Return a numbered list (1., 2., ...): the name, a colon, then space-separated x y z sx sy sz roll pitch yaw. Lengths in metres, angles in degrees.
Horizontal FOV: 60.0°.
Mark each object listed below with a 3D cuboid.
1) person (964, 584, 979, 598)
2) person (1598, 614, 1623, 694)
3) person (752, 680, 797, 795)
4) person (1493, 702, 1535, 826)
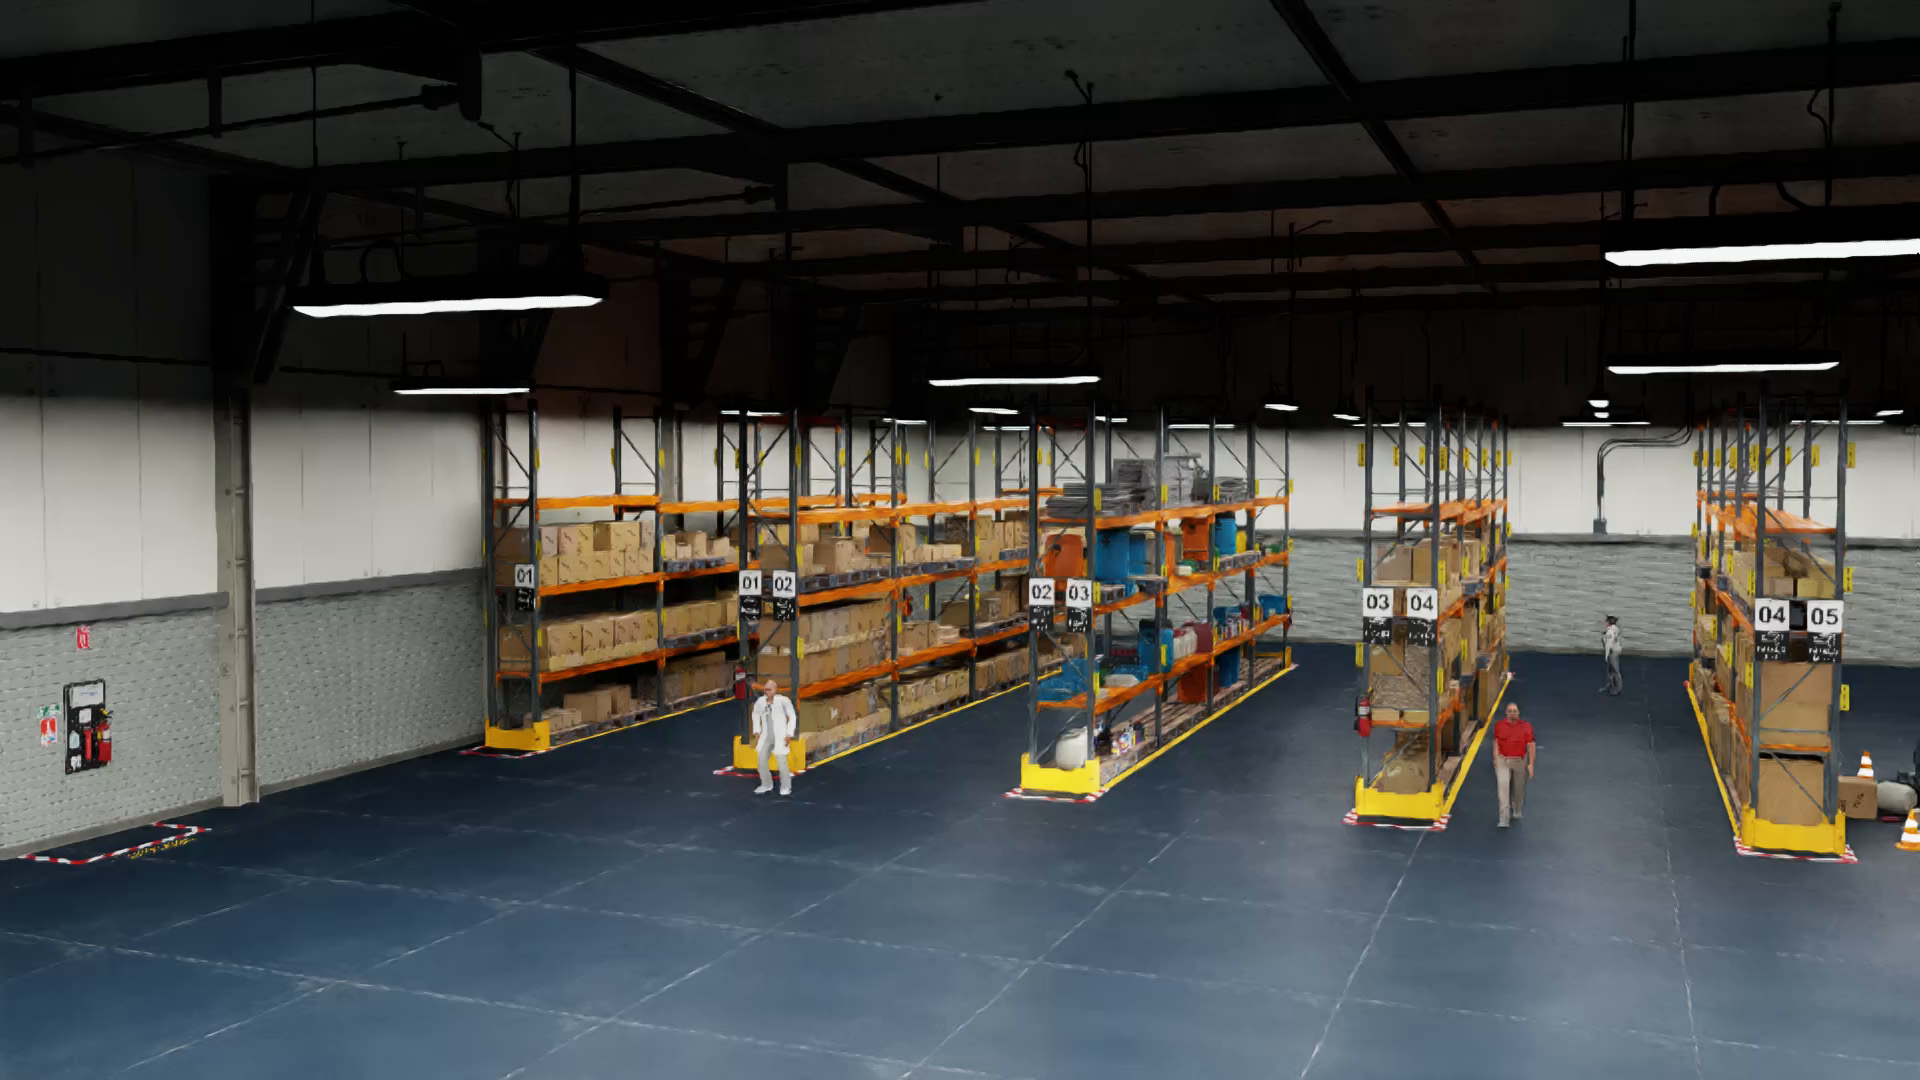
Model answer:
1. person: 0.358 1.989 42.858 0.417 1.766 0.649 2 4 39
2. person: 13.844 2.410 35.364 0.545 1.661 0.597 2 3 33
3. person: -2.759 2.922 24.688 0.729 1.733 0.546 1 3 19
4. person: 7.564 3.041 22.710 0.554 1.666 1.020 1 3 20
